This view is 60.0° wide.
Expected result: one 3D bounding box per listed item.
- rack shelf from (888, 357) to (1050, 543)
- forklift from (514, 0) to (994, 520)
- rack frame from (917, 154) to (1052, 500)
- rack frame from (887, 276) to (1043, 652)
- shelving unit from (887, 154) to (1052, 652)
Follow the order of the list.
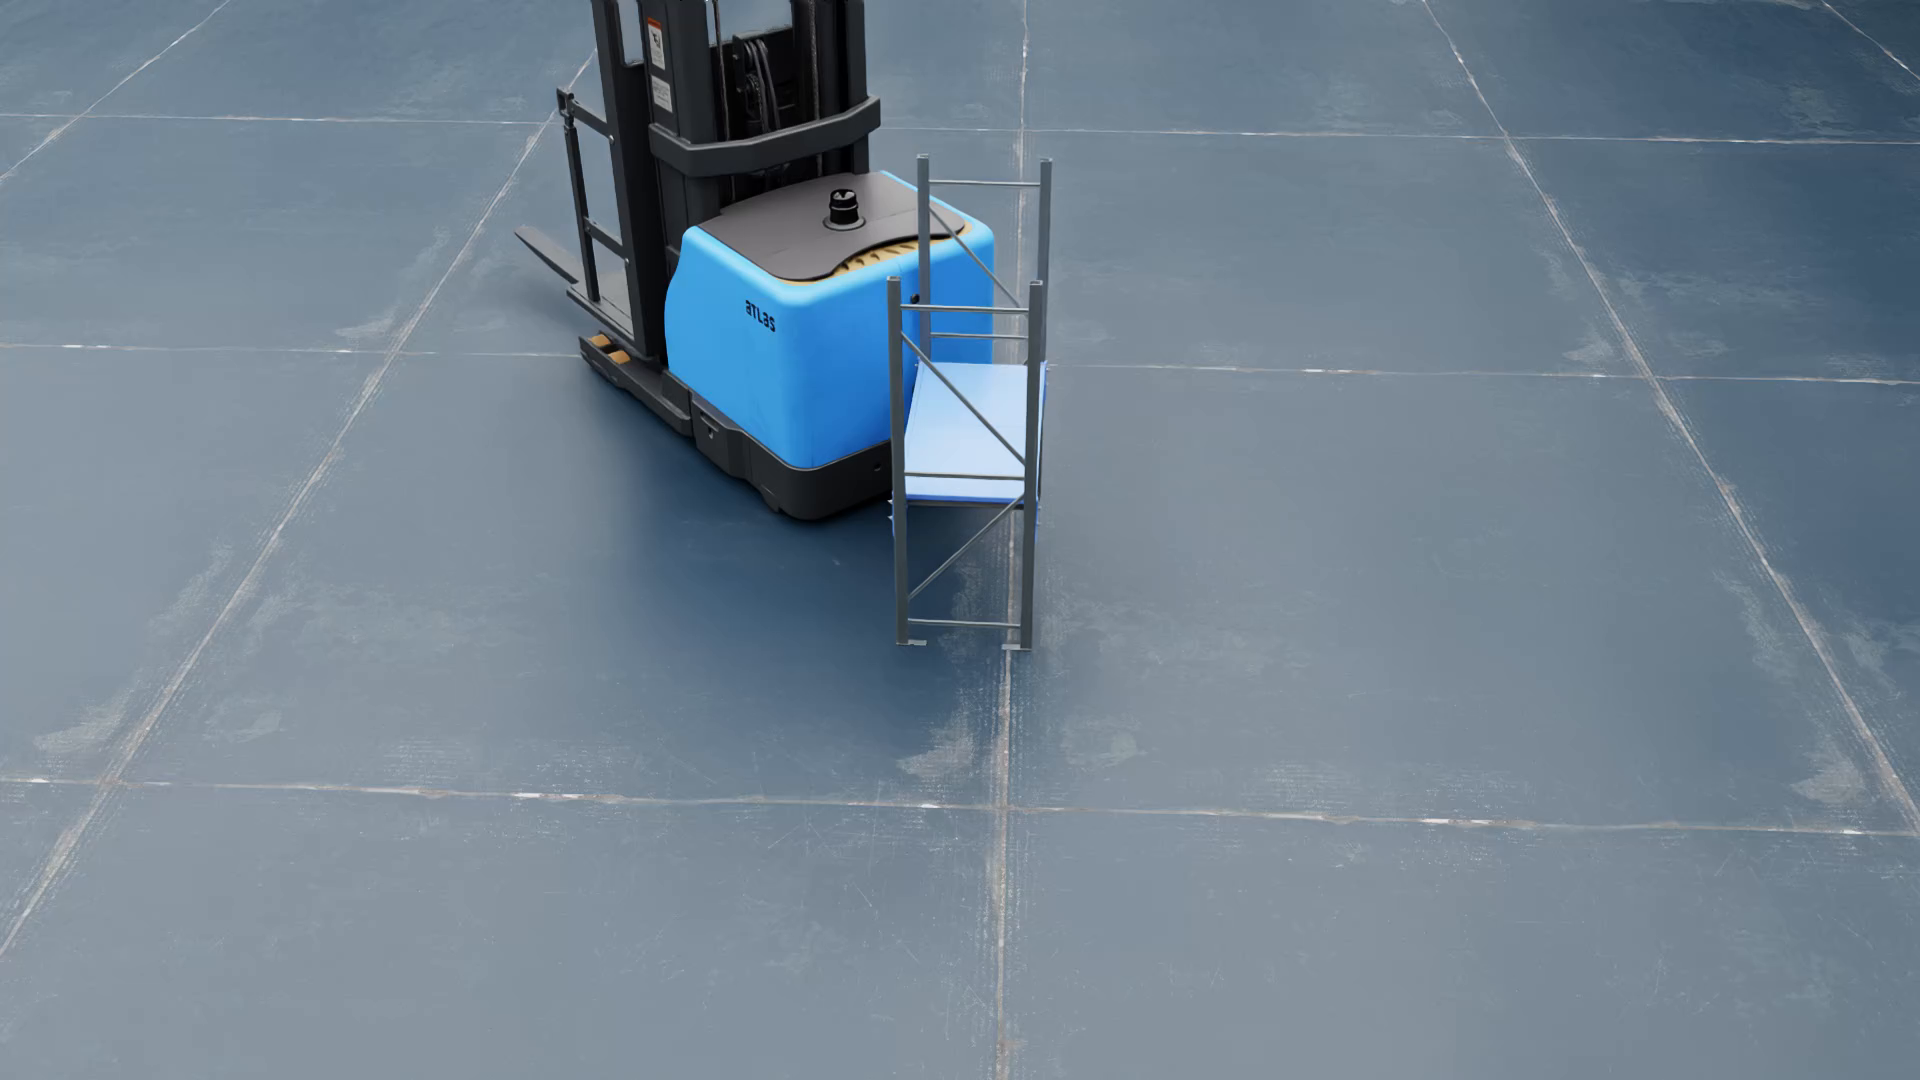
[{"bbox_3d":[0.053,-0.362,6.274,0.538,0.185,1.000,2,35,3],"label":"rack shelf"},{"bbox_3d":[-1.142,-2.070,7.147,1.130,2.935,3.031,-24,42,-30],"label":"forklift"},{"bbox_3d":[0.091,-0.801,6.586,0.500,1.500,0.032,2,35,3],"label":"rack frame"},{"bbox_3d":[0.015,-0.218,5.756,0.500,1.500,0.032,2,35,3],"label":"rack frame"},{"bbox_3d":[0.053,-0.510,6.171,0.538,1.500,1.048,2,35,3],"label":"shelving unit"}]
